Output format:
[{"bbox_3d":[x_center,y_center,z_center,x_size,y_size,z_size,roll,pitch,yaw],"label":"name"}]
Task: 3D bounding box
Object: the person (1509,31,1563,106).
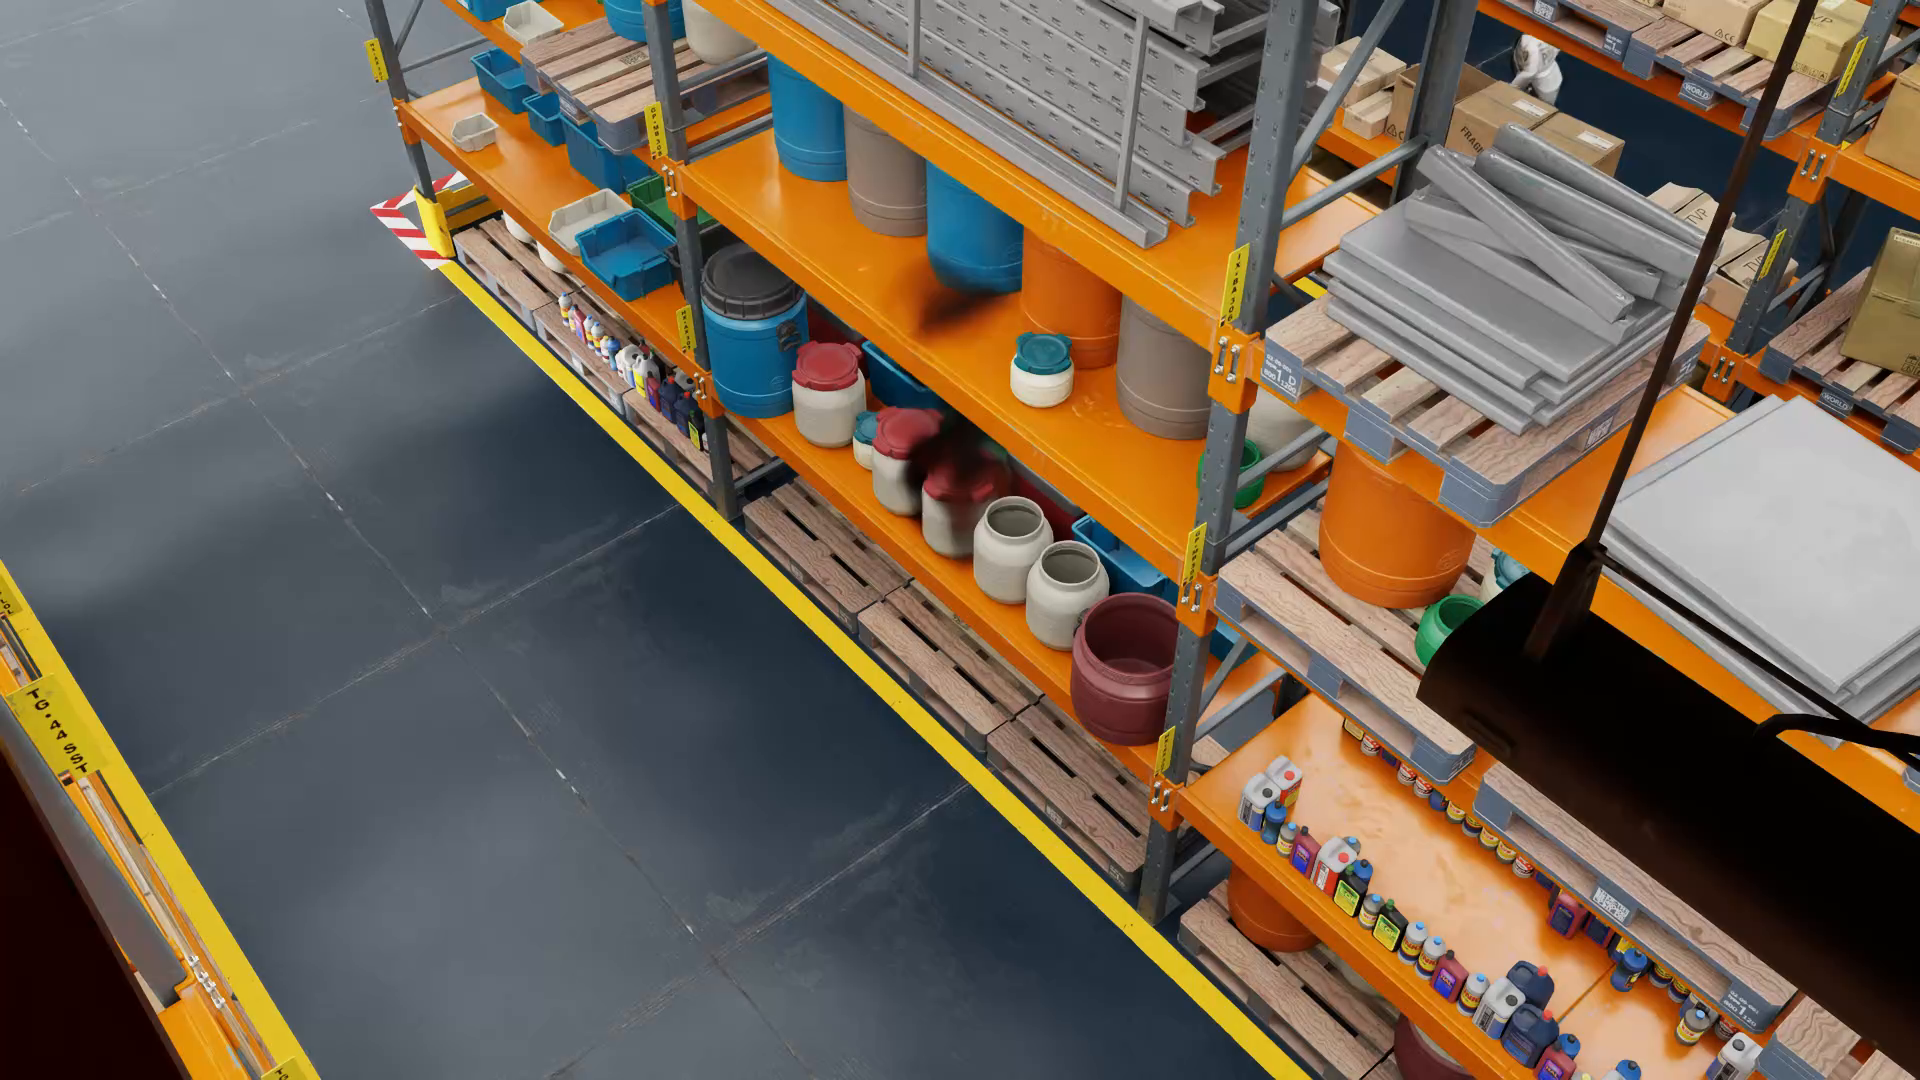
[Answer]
[{"bbox_3d":[4.677,-3.570,13.282,0.795,1.582,0.597,21,50,19],"label":"person"}]
